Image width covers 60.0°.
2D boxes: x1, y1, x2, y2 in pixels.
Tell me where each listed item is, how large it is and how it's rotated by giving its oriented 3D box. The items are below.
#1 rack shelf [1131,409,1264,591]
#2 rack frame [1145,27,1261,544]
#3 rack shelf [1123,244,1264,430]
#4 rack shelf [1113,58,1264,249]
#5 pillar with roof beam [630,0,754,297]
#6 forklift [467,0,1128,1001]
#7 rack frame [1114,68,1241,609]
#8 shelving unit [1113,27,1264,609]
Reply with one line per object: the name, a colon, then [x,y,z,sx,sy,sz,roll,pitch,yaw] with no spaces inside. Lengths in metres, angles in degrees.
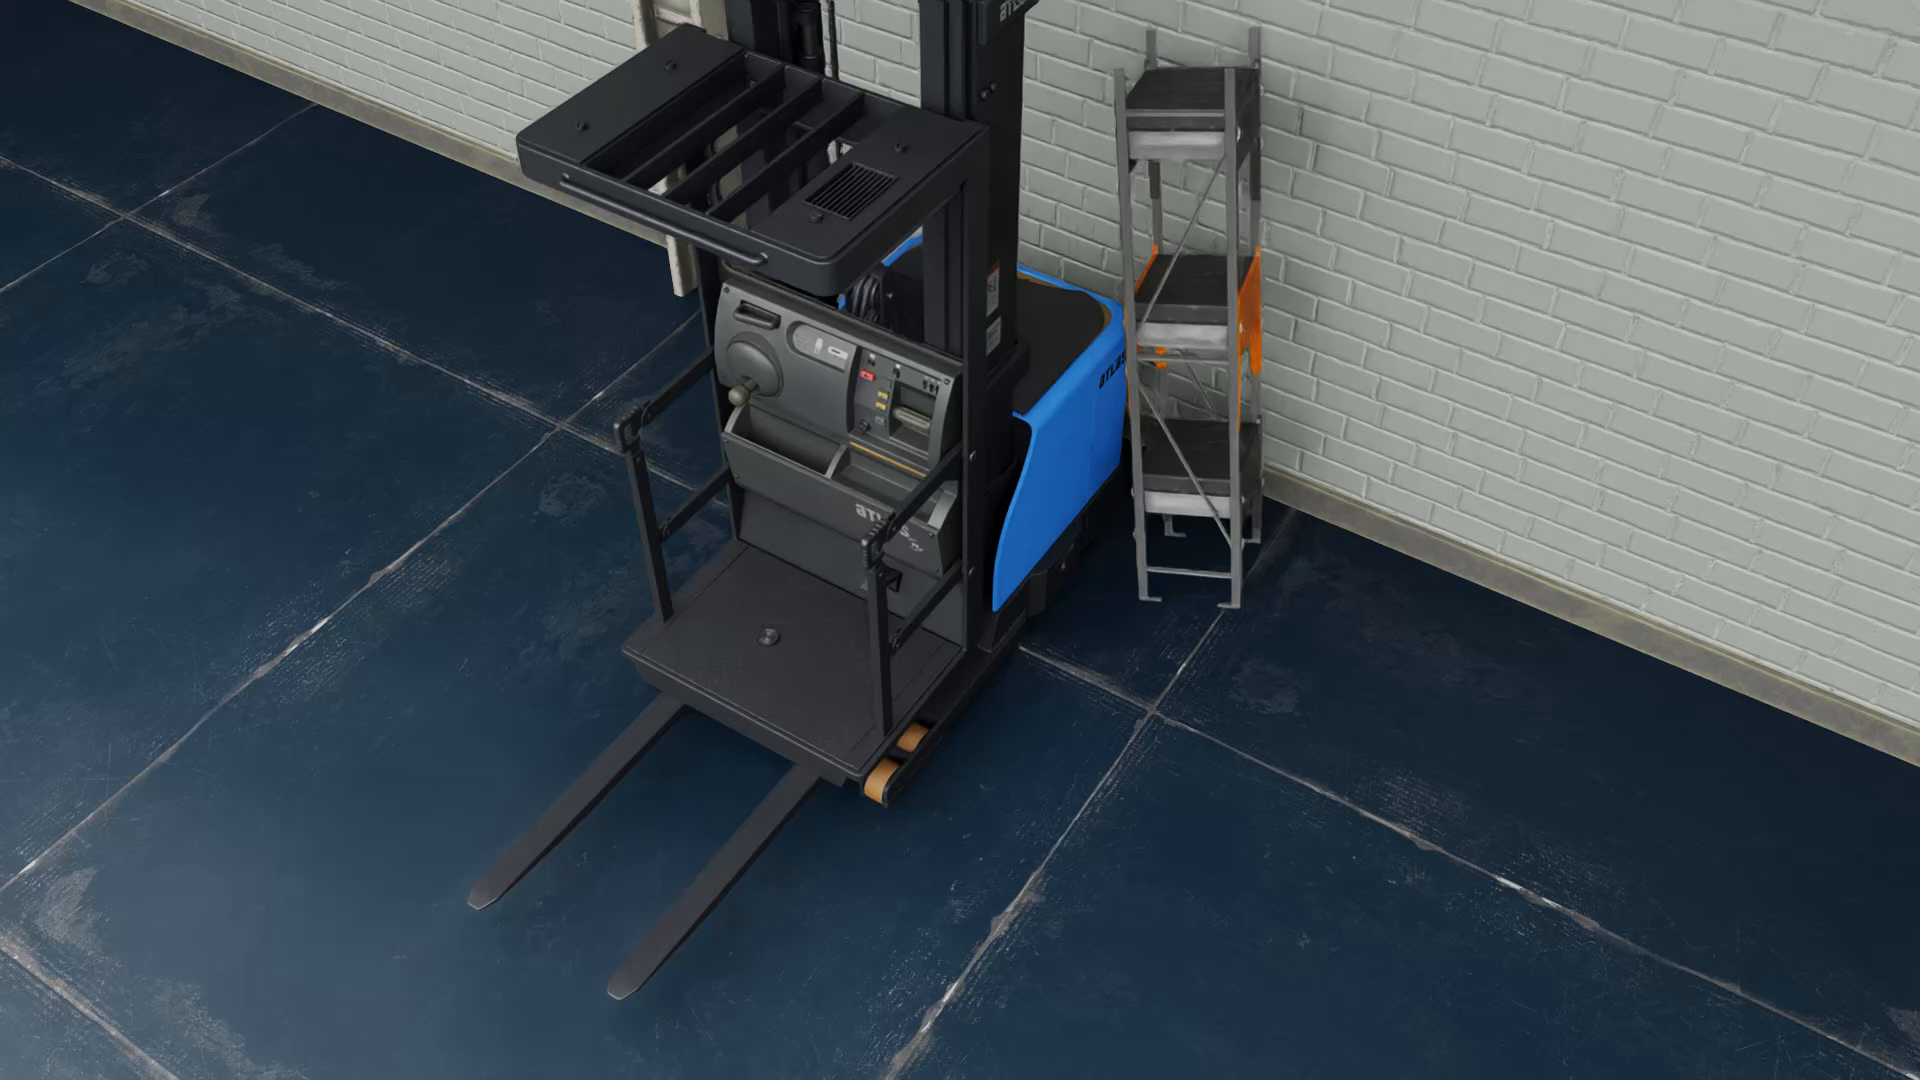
rack shelf: [0.942,-0.164,6.539,0.431,0.518,0.480,5,33,18]
rack frame: [0.948,-0.898,6.366,0.400,2.100,0.015,5,33,18]
rack shelf: [0.875,-0.760,6.178,0.431,0.518,0.480,5,33,18]
rack shelf: [0.808,-1.356,5.817,0.431,0.518,0.480,5,33,18]
pillar with roof beam: [-3.478,-1.762,2.410,0.400,9.000,9.100,25,51,22]
forklift: [-0.539,-0.455,5.370,1.130,2.935,3.031,25,51,22]
rack frame: [0.800,-0.646,5.976,0.400,2.100,0.015,5,33,18]
shelving unit: [0.874,-0.772,6.171,0.431,2.100,0.503,5,33,18]
